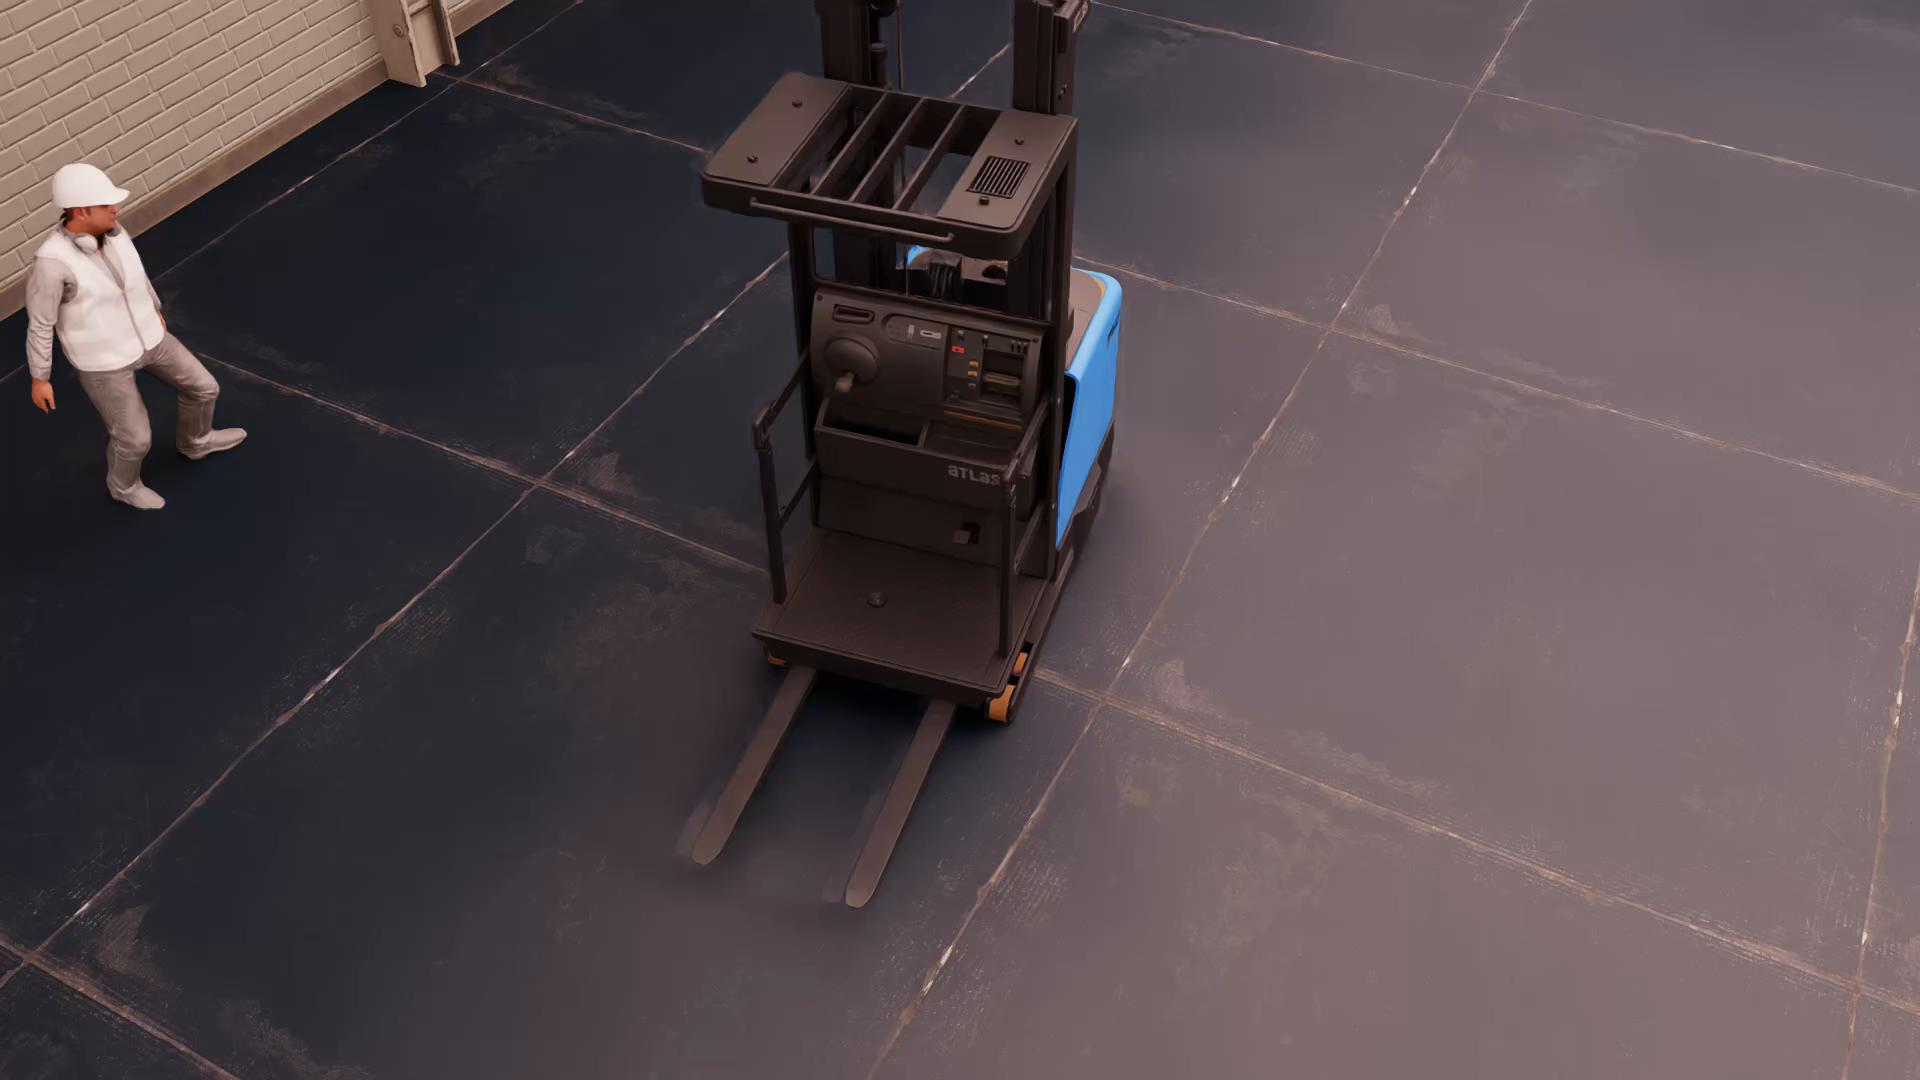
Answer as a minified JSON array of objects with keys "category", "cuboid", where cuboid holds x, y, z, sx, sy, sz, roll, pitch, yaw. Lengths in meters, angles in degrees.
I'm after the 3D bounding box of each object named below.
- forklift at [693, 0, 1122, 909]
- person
[{"category":"forklift","cuboid":[-0.204,-0.620,6.312,1.130,2.935,3.031,13,45,13]},{"category":"person","cuboid":[-3.813,-0.880,7.503,0.474,1.747,0.870,16,46,16]}]
